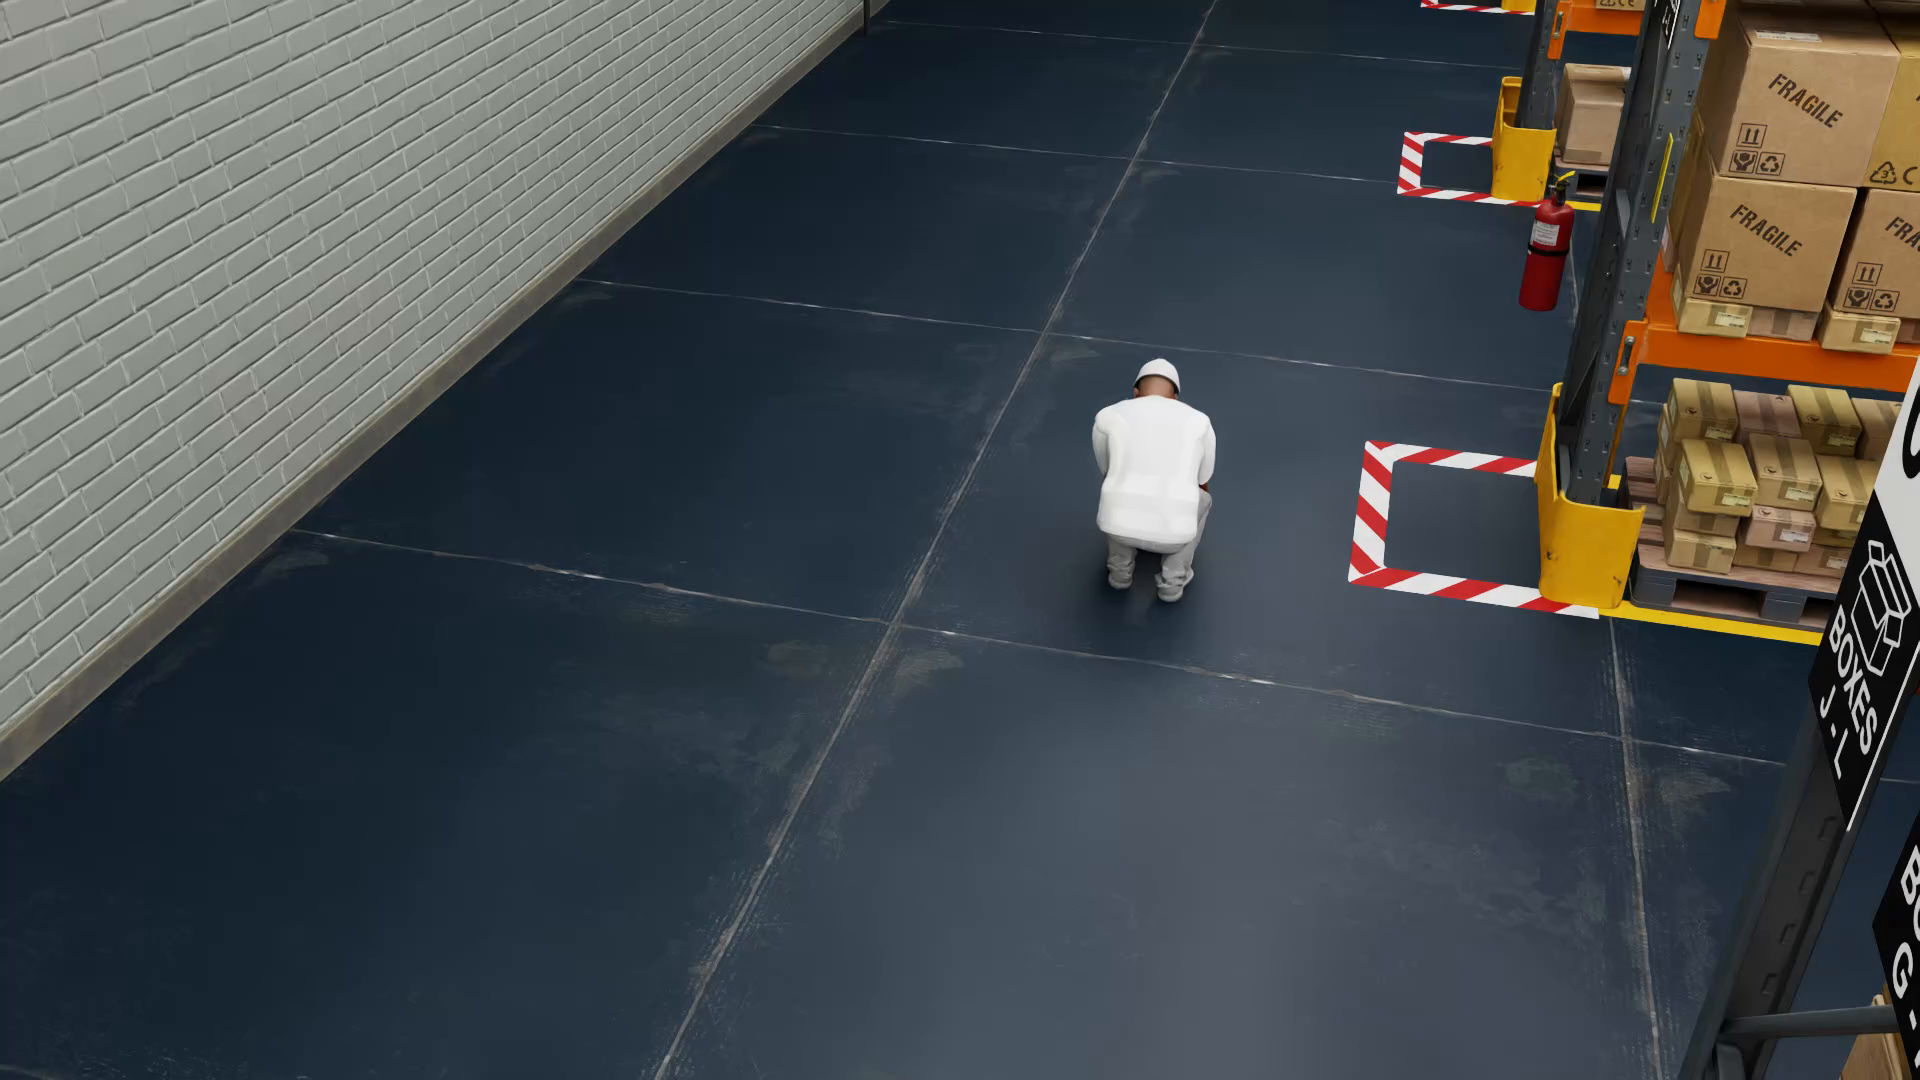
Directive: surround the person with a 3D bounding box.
[{"bbox_3d":[0.835,-0.243,7.371,0.558,0.894,0.900,8,34,12],"label":"person"}]
